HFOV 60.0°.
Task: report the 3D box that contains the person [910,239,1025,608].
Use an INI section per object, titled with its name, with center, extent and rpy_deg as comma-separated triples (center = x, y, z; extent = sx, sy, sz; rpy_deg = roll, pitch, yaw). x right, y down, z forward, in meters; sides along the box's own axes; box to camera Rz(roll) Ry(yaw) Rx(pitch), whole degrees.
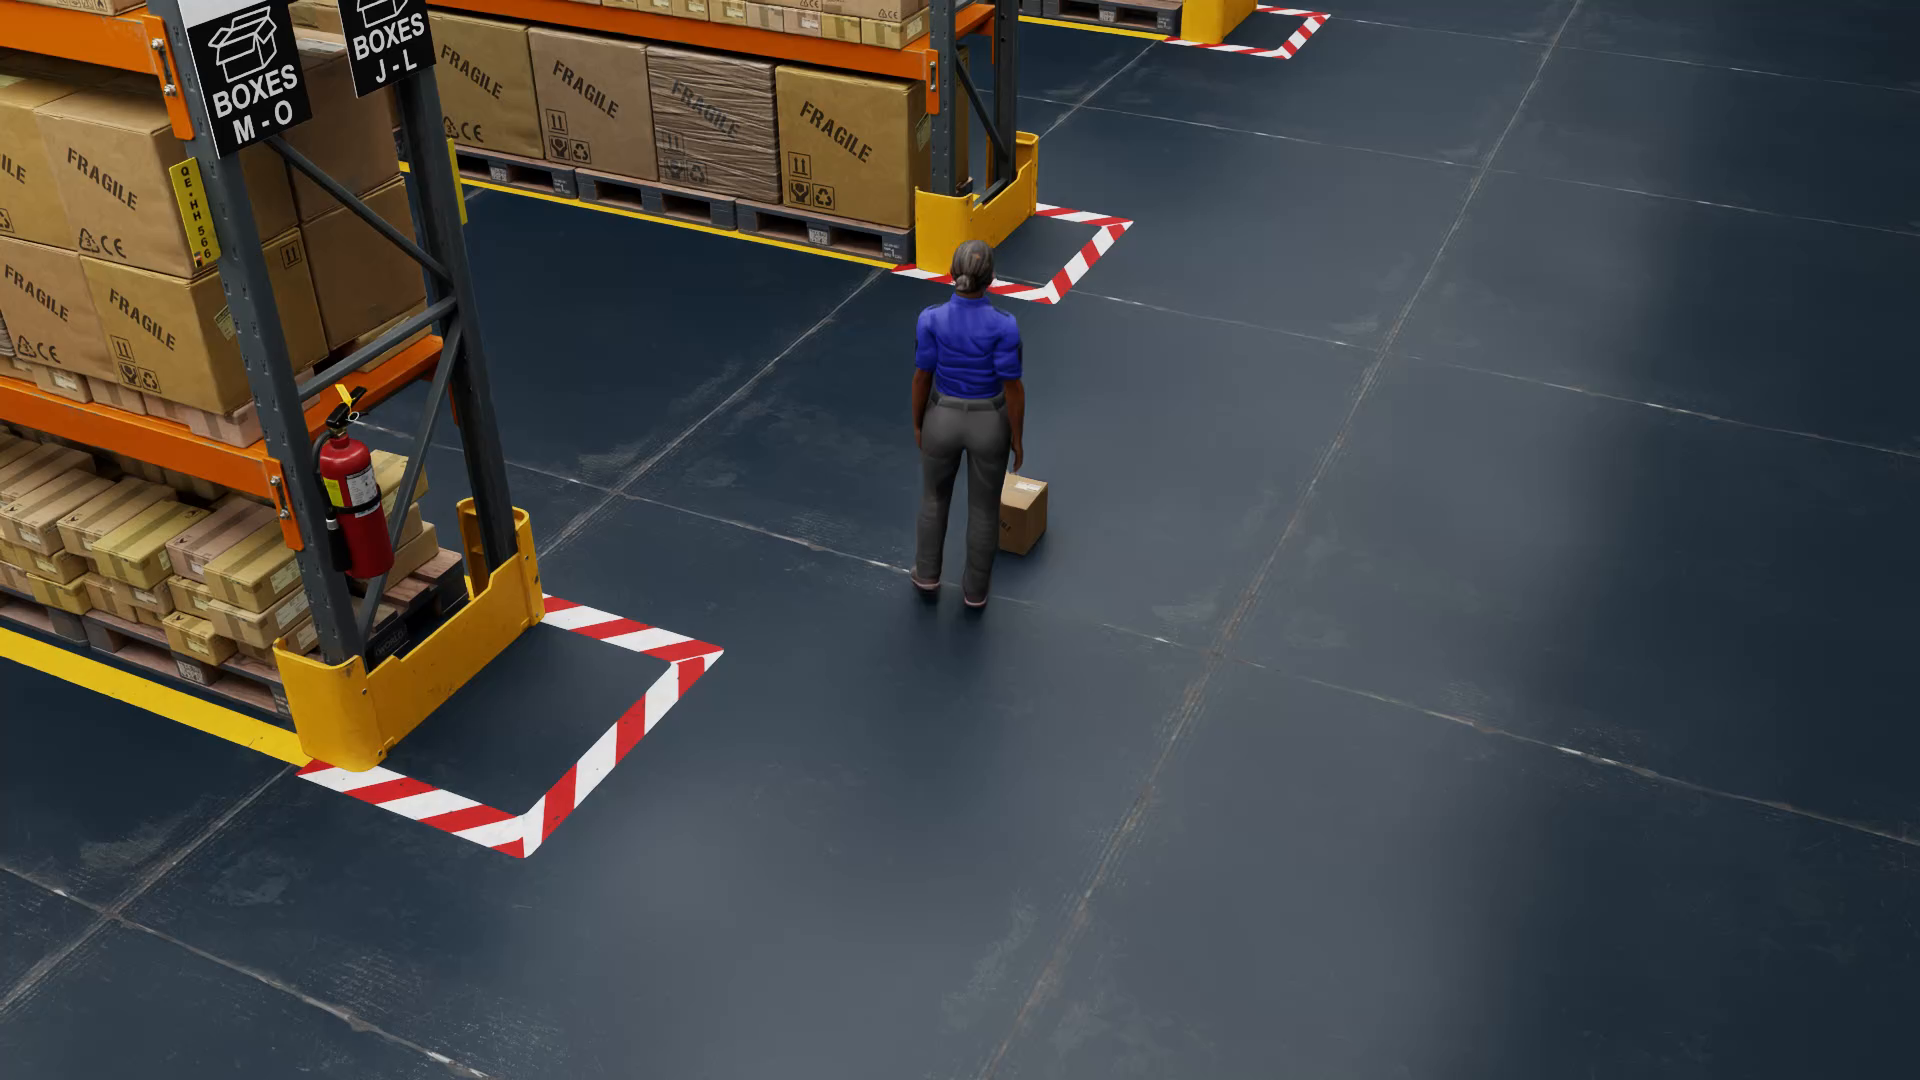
[person]
center = 0.016, -0.453, 6.842
extent = 0.520, 1.708, 0.372
rpy_deg = 5, 34, 7
